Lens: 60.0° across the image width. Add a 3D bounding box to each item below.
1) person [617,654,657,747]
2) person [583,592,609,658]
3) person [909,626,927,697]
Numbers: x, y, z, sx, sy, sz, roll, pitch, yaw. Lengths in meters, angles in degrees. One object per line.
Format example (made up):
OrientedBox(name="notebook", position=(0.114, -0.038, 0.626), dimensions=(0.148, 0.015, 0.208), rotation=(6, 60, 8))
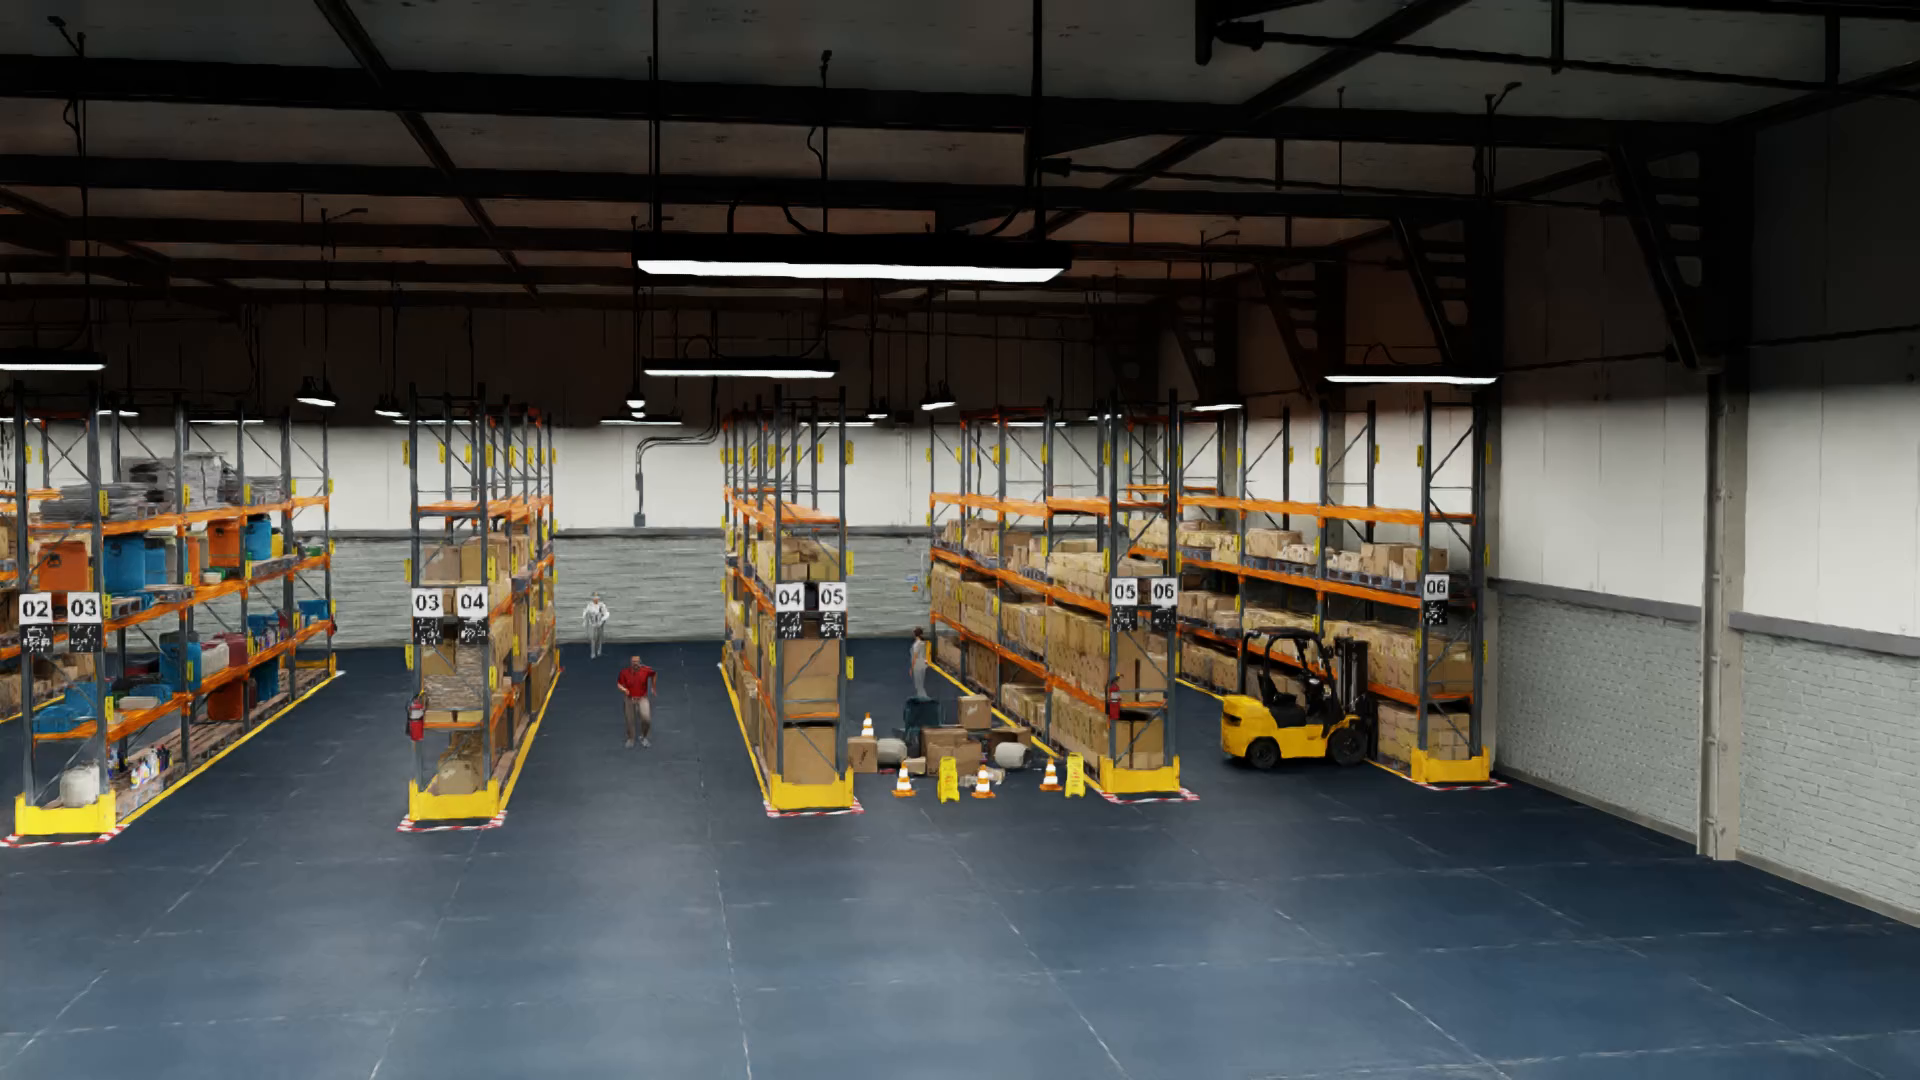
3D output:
OrientedBox(name="person", position=(-5.512, 2.747, 28.369), dimensions=(0.657, 1.647, 0.886), rotation=(0, 3, -6))
OrientedBox(name="person", position=(-9.067, 2.093, 41.448), dimensions=(0.643, 1.616, 0.816), rotation=(-1, 3, -15))
OrientedBox(name="person", position=(-0.796, 2.516, 32.439), dimensions=(0.517, 1.660, 0.500), rotation=(1, 3, 16))
